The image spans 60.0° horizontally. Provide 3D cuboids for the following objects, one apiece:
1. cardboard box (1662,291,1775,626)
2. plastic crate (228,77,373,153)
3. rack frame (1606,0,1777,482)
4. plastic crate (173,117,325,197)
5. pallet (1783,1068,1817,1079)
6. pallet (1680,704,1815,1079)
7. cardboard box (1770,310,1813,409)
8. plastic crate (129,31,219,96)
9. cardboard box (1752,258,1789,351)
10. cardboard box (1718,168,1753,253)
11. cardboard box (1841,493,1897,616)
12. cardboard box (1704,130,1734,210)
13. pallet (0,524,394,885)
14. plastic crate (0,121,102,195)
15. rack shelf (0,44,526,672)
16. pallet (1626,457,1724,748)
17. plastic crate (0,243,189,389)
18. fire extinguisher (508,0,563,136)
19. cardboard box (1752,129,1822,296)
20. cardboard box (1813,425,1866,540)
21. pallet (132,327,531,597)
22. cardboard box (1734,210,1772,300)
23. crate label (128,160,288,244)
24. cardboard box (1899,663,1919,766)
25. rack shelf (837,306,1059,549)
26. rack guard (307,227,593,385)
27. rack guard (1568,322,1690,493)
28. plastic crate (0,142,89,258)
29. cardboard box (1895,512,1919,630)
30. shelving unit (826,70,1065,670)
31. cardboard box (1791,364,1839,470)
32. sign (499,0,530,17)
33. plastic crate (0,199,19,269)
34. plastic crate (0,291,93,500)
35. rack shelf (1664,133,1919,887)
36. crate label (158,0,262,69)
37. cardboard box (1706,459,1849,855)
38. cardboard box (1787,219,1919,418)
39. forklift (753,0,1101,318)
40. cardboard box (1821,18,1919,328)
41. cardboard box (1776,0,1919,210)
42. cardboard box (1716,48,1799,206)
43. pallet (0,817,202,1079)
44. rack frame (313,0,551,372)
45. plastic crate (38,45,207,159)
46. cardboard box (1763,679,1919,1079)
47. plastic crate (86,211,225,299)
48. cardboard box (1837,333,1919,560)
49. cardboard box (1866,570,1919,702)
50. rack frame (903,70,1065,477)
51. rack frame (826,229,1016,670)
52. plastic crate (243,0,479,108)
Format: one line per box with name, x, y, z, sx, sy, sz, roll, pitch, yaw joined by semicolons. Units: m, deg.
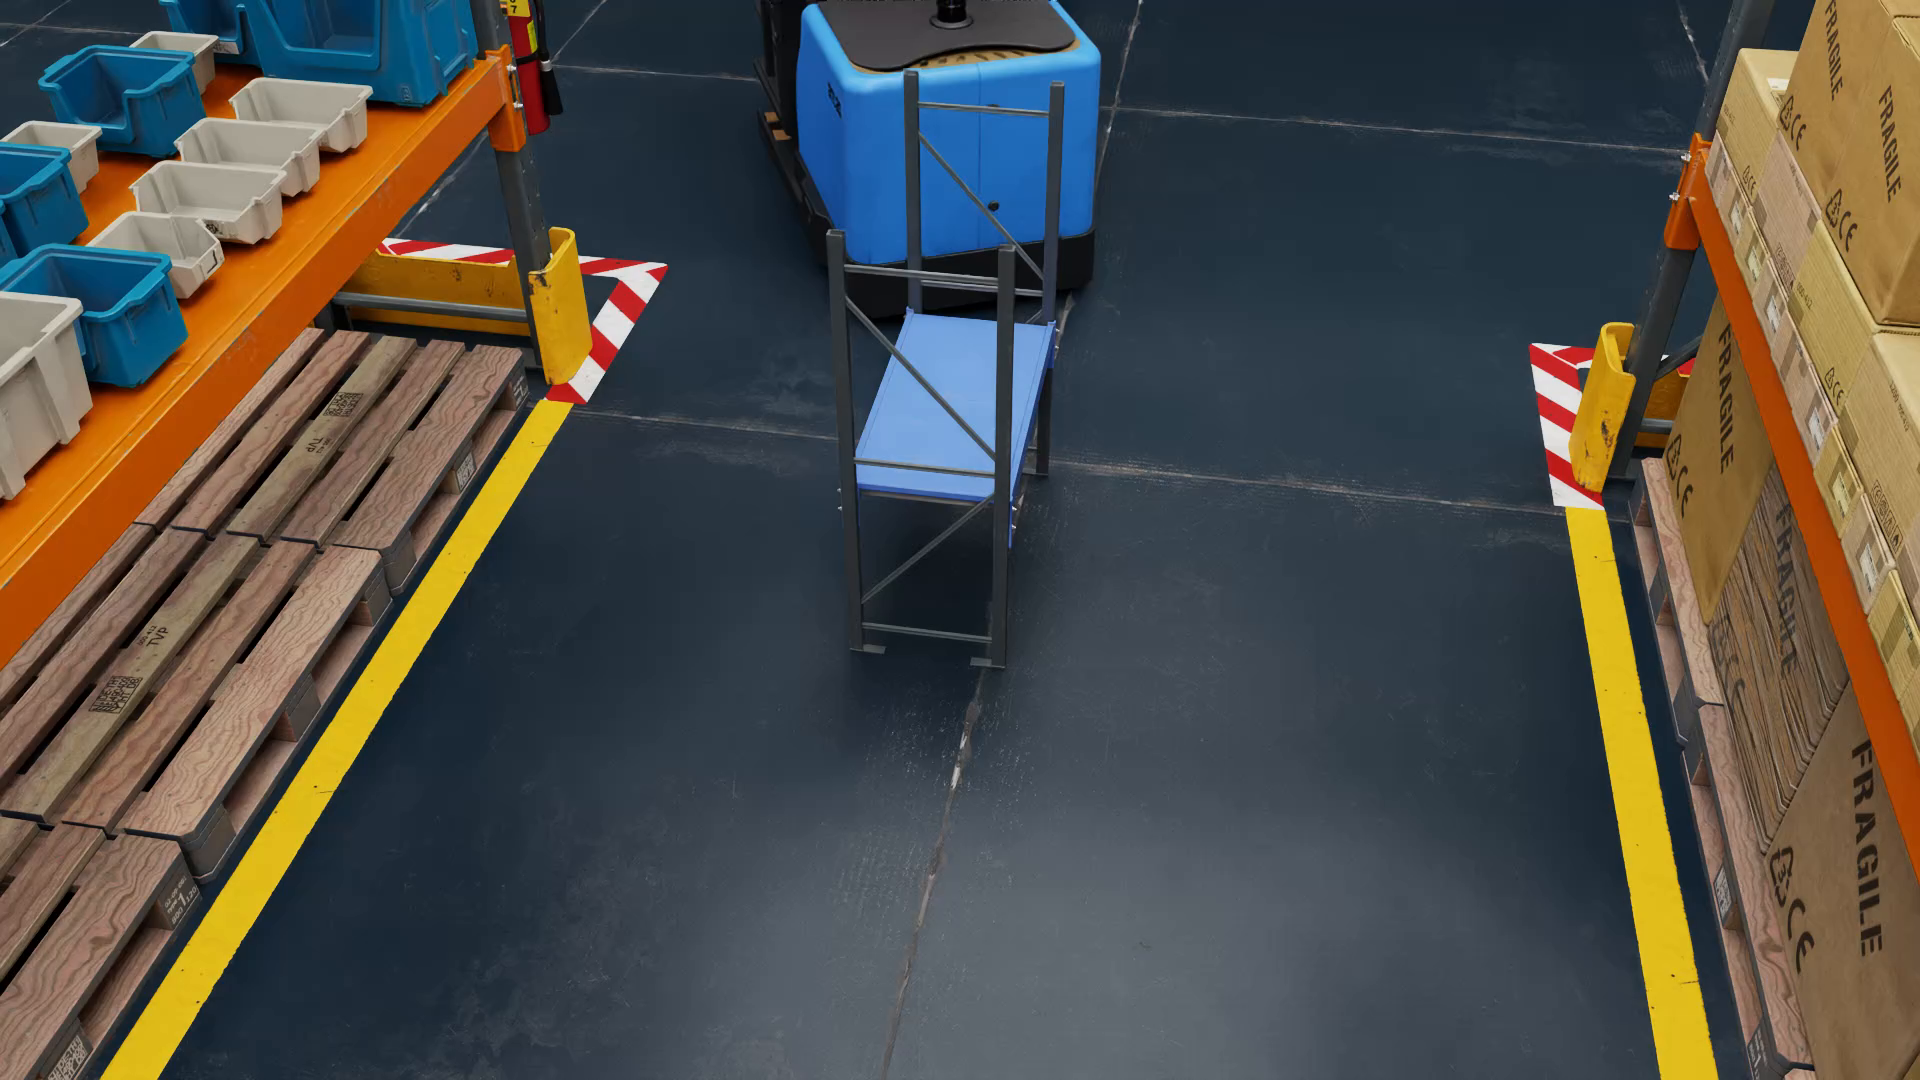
cardboard box;2.782;-0.295;5.091;0.875;0.875;0.875;6;40;8
plastic crate;-2.027;-1.298;5.126;0.396;0.136;0.243;6;40;8
rack frame;2.814;-1.362;5.044;1.000;3.000;0.127;6;40;8
plastic crate;-2.092;-1.118;4.908;0.396;0.136;0.243;6;40;8
pallet;2.330;1.754;3.463;1.003;0.211;1.213;6;40;8
pallet;2.539;0.986;4.392;1.003;0.211;1.213;6;40;8
cardboard box;2.251;-0.434;4.118;0.380;0.149;0.250;6;40;7
plastic crate;-2.569;-1.519;5.393;0.250;0.136;0.298;6;40;8
cardboard box;2.296;-0.593;4.311;0.380;0.149;0.250;6;40;7
cardboard box;2.384;-0.918;4.703;0.380;0.149;0.250;6;40;7
cardboard box;2.119;0.051;3.531;0.380;0.149;0.250;7;40;8
cardboard box;2.427;-1.079;4.898;0.380;0.149;0.250;7;40;8
pallet;-2.459;0.443;5.049;1.003;0.211;1.213;6;40;8
plastic crate;-2.686;-1.093;4.878;0.250;0.136;0.298;6;40;8
rack shelf;-2.411;-0.376;4.415;1.077;0.370;4.000;6;40;8
pallet;2.752;0.223;5.315;1.003;0.211;1.213;6;40;8
plastic crate;-2.167;-0.550;4.145;0.416;0.233;0.300;6;40;8
fire extinguisher;-1.591;-1.780;5.902;0.296;0.674;0.183;6;40;8
cardboard box;2.381;-0.821;4.273;0.500;0.250;0.500;6;40;7
cardboard box;2.162;-0.114;3.731;0.380;0.149;0.250;5;40;7
pallet;-2.246;-0.321;5.972;1.003;0.211;1.213;6;40;8
cardboard box;2.340;-0.757;4.509;0.380;0.149;0.250;6;40;7
crate label;-2.116;-0.941;4.693;0.396;0.136;0.243;6;40;8
cardboard box;2.029;0.371;3.144;0.380;0.149;0.250;7;40;9
rack shelf;-0.015;-0.386;5.322;0.538;0.185;1.000;6;40;8
rack guard;-2.073;-0.962;6.521;1.175;0.500;0.348;6;40;8
rack guard;2.818;-0.414;5.859;1.175;0.500;0.348;6;40;8
plastic crate;-2.659;-0.922;4.596;0.416;0.233;0.300;6;40;8
cardboard box;2.115;0.140;3.111;0.500;0.250;0.500;7;40;9
shelving unit;-0.015;-0.524;5.207;0.538;1.500;1.048;6;40;8
cardboard box;2.207;-0.272;3.922;0.380;0.149;0.250;6;40;7
sign;-1.520;-1.921;5.591;0.100;0.325;0.005;6;40;8
plastic crate;-2.711;-0.734;4.368;0.416;0.233;0.300;6;40;8
plastic crate;-2.311;-0.314;3.821;0.437;0.282;0.530;6;40;8
rack shelf;2.468;0.170;3.755;1.077;0.370;4.000;6;40;8
crate label;-2.432;-1.748;5.595;0.416;0.233;0.303;6;40;8
cardboard box;2.624;0.276;4.400;0.875;0.875;0.875;6;40;8
cardboard box;2.291;-0.506;3.892;0.500;0.250;0.500;5;40;6
forklift;-0.344;-2.973;7.046;1.130;2.935;3.031;-11;41;-12
cardboard box;2.294;-0.797;3.656;0.500;0.500;0.500;5;40;6
cardboard box;2.378;-1.123;4.050;0.500;0.500;0.500;5;40;7
cardboard box;2.465;-1.148;4.668;0.500;0.250;0.500;5;40;6
pallet;-2.668;1.211;4.120;1.003;0.211;1.213;6;40;8
rack frame;-2.065;-1.909;5.704;1.000;3.000;0.127;6;40;8
plastic crate;-2.546;-1.335;5.095;0.416;0.233;0.300;6;40;8
cardboard box;2.470;0.835;3.724;0.875;0.875;0.875;6;40;8
plastic crate;-2.149;-0.753;4.466;0.298;0.136;0.250;6;40;8
cardboard box;2.206;-0.178;3.495;0.500;0.250;0.500;6;40;7
cardboard box;2.074;0.211;3.338;0.380;0.149;0.250;6;40;7
rack frame;0.073;-0.844;5.593;0.500;1.500;0.032;6;40;8
rack frame;-0.103;-0.205;4.821;0.500;1.500;0.032;6;40;8
plastic crate;-1.939;-1.715;5.395;0.616;0.435;0.499;6;40;8
